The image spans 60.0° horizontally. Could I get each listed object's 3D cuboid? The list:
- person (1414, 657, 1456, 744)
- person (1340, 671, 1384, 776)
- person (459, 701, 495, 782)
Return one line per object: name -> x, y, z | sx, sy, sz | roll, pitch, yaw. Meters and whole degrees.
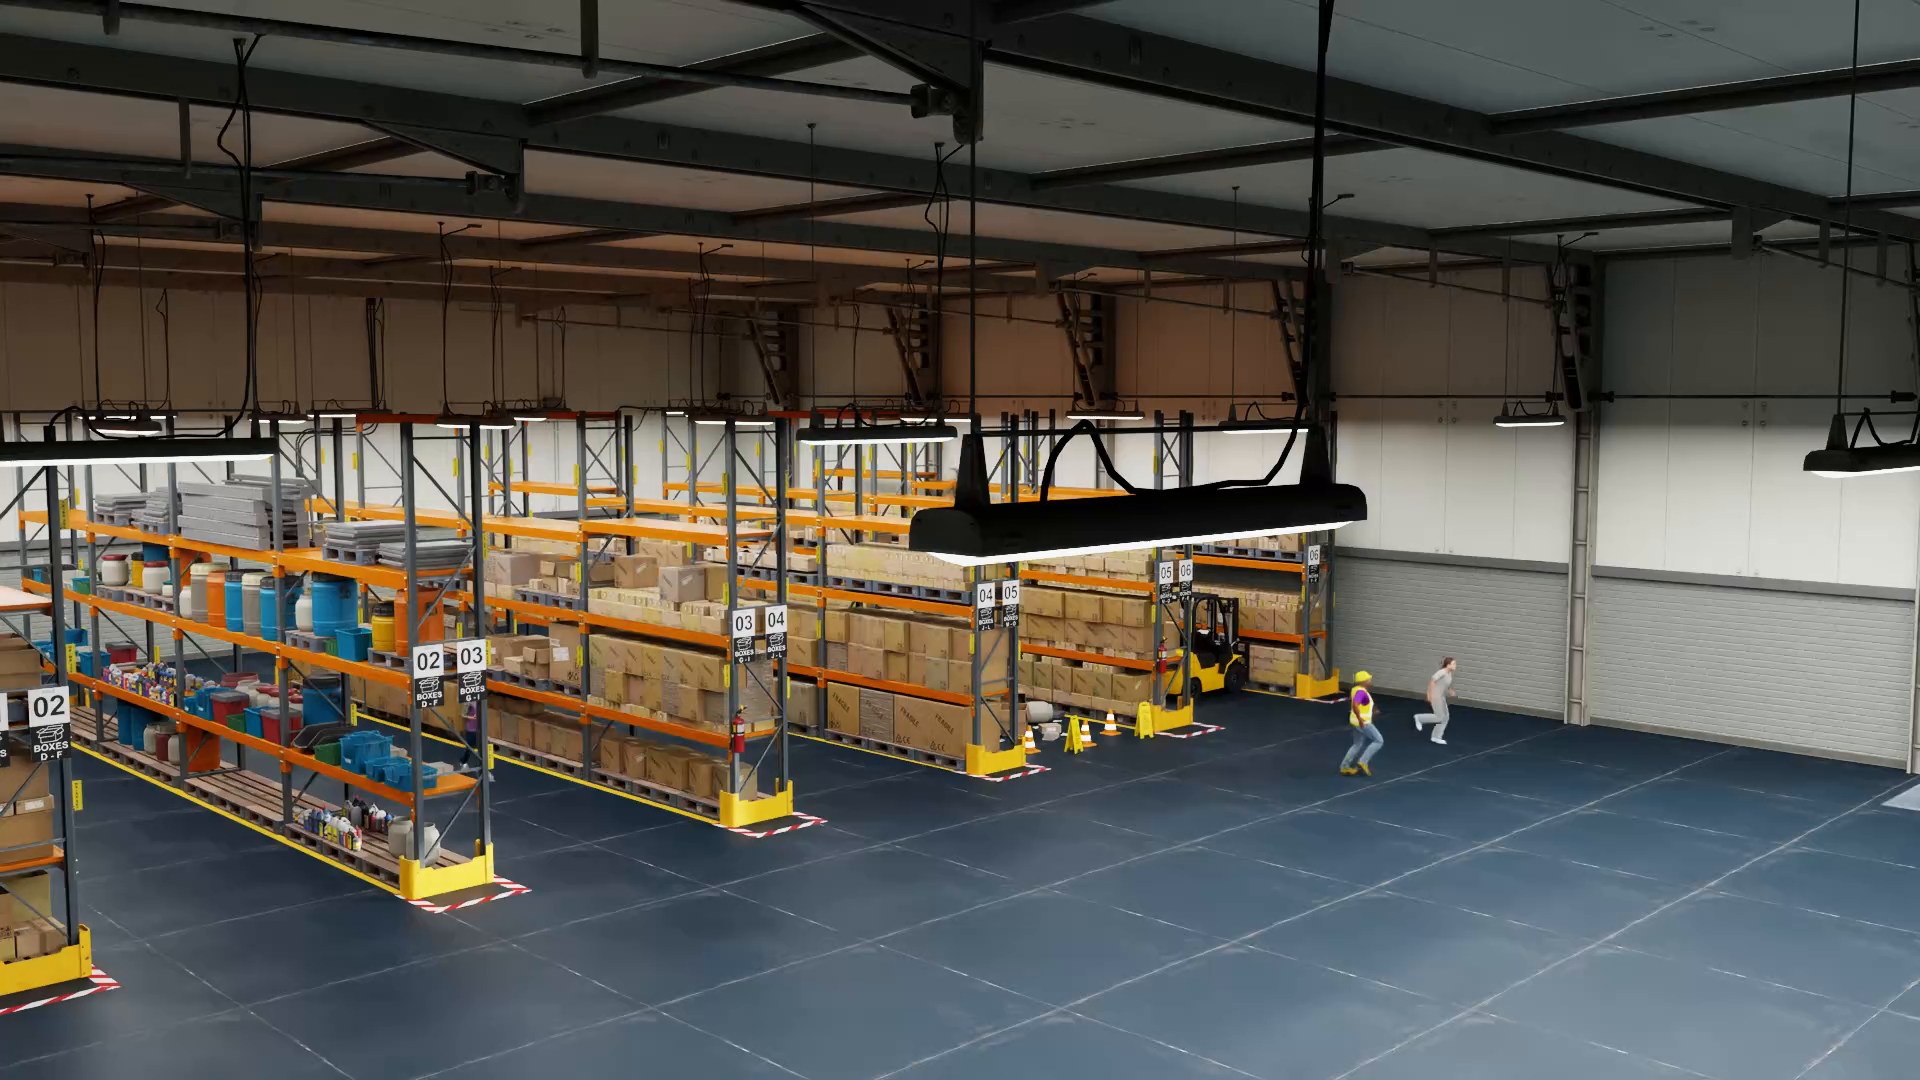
person -> 8.703, 2.914, 30.445 | 0.743, 1.605, 0.557 | 3, 6, 31
person -> 6.705, 3.053, 27.711 | 0.710, 1.738, 0.694 | 0, 5, -5
person -> -7.995, 3.142, 27.432 | 0.875, 1.609, 0.536 | 4, 7, 41
